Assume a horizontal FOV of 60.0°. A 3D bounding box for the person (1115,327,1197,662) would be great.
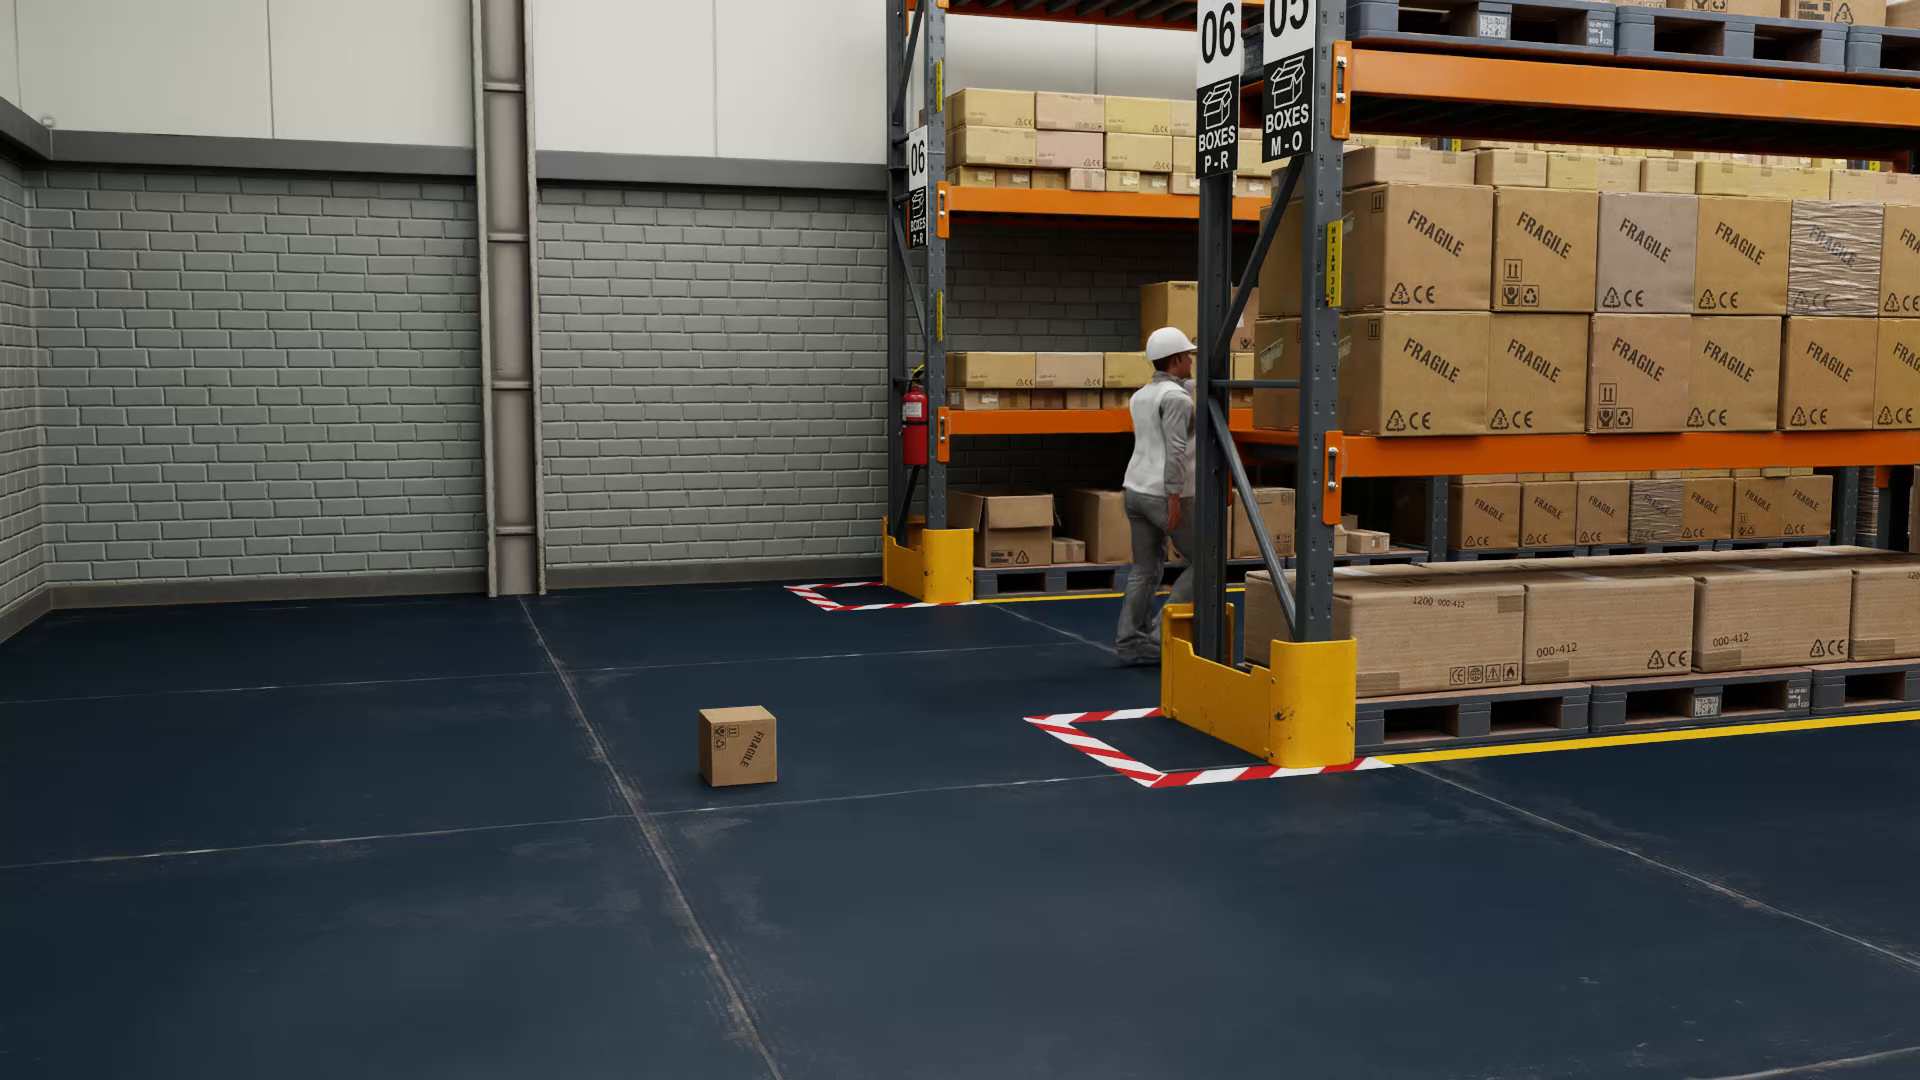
[{"bbox_3d":[1.093,-0.214,8.747,0.504,1.797,0.589,-3,6,-24],"label":"person"}]
